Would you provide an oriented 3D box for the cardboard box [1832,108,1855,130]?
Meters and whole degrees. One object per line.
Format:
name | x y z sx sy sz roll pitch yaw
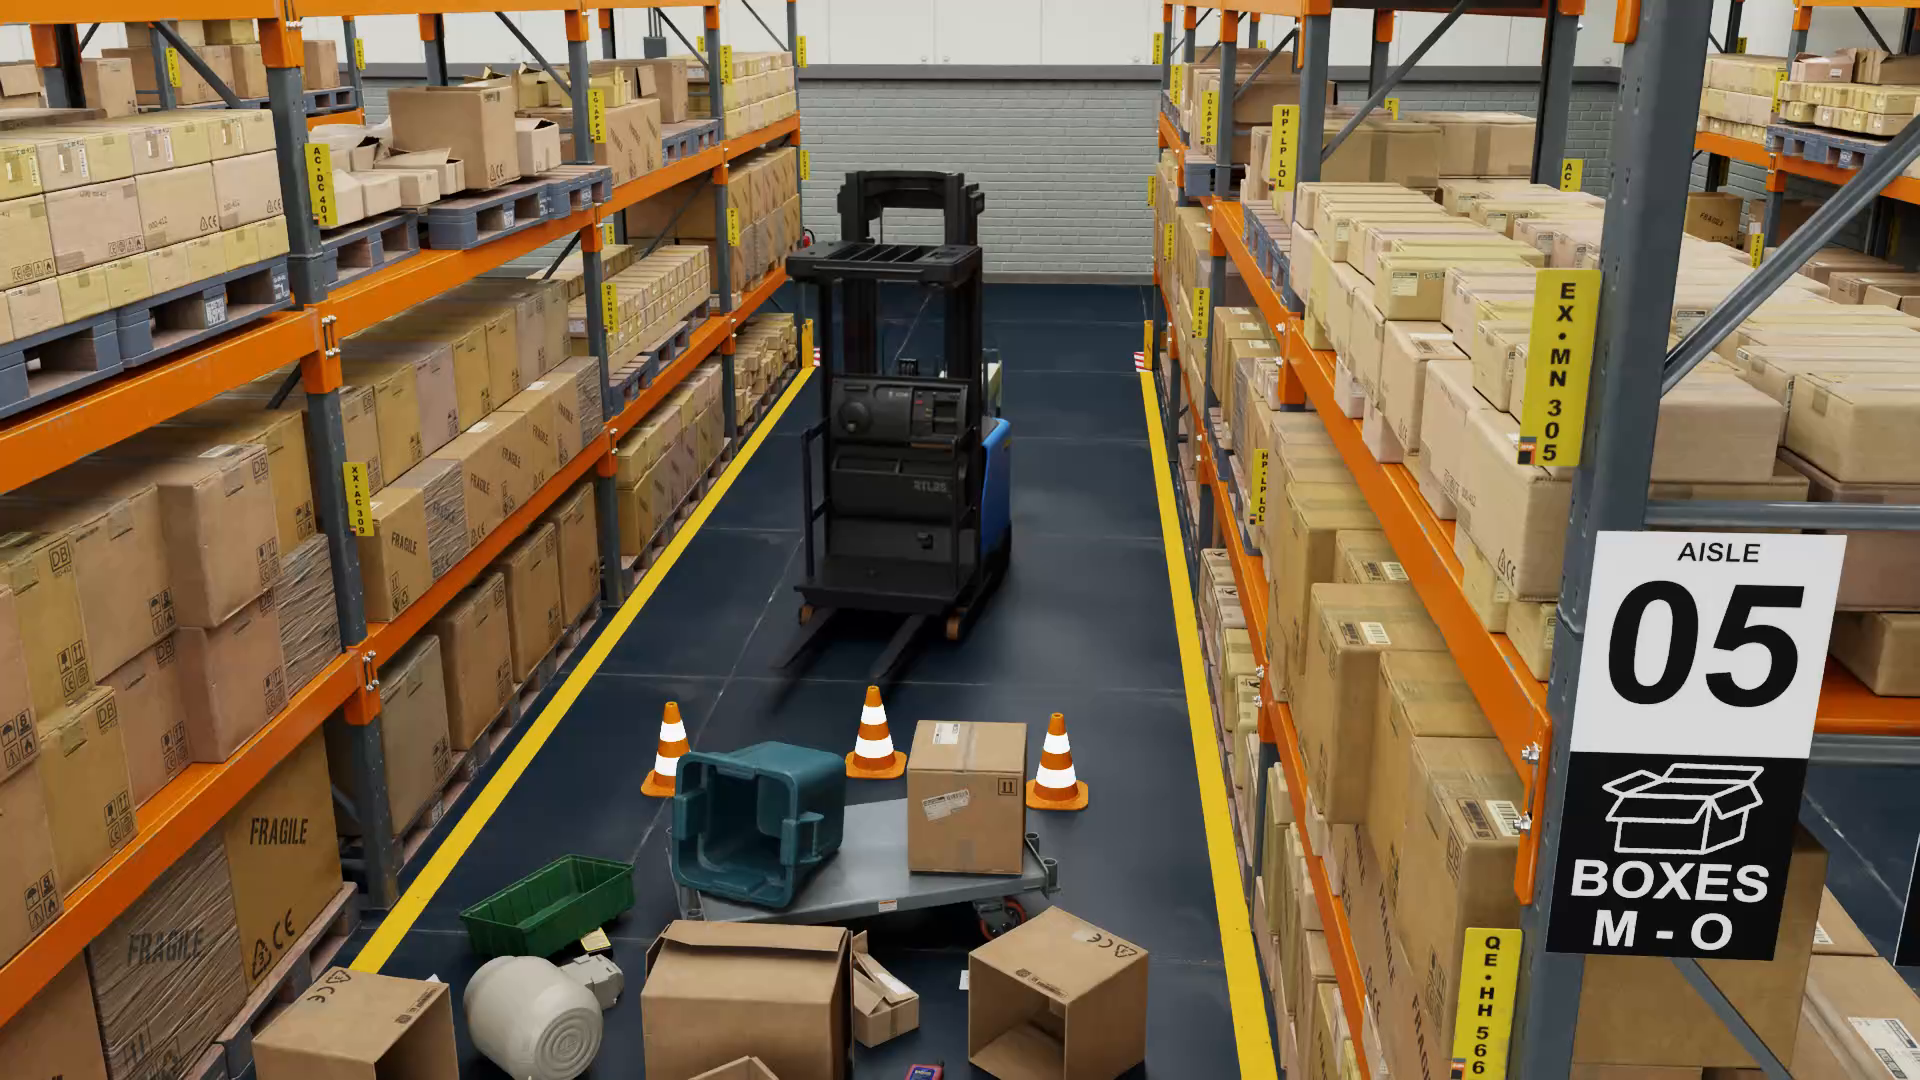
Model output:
cardboard box | 6.852 -3.183 12.572 0.380 0.149 0.250 1 18 3

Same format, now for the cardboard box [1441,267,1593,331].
cardboard box | 1.456 -0.604 4.254 0.380 0.149 0.250 1 18 2

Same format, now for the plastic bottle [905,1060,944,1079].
plastic bottle | -0.147 2.099 6.420 0.133 0.061 0.283 4 19 13

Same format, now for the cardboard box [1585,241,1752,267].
cardboard box | 1.996 -0.754 4.714 0.380 0.149 0.250 2 18 5

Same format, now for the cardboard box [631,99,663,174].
cardboard box | -2.475 -2.933 12.079 0.500 0.500 0.500 1 18 4

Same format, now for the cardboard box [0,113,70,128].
cardboard box | -3.510 -1.483 6.102 0.380 0.149 0.250 1 18 3

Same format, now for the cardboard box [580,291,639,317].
cardboard box | -2.557 -1.722 12.134 0.380 0.149 0.250 1 18 2

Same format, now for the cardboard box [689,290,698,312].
cardboard box | -2.423 -2.015 13.983 0.380 0.149 0.250 1 18 4

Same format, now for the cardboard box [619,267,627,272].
cardboard box | -3.058 -2.249 14.221 0.380 0.149 0.250 1 18 3

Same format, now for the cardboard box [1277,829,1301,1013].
cardboard box | 1.478 1.438 6.254 0.500 0.500 0.500 2 18 6

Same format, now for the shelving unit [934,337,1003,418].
shelving unit | 0.064 -0.752 12.811 0.431 1.500 0.755 3 18 8

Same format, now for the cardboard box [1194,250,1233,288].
cardboard box | 1.908 -1.747 11.672 0.500 0.500 0.500 2 18 5

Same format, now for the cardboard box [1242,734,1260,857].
cardboard box | 1.852 1.230 7.898 0.950 0.372 0.625 2 18 5

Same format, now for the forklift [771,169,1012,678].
forklift | -0.452 -0.857 10.832 1.130 2.935 3.031 4 19 13

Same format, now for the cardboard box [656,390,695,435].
cardboard box | -2.430 -1.027 13.377 0.500 0.250 0.500 0 18 1

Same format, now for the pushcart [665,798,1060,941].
pushcart | -0.461 1.554 7.574 1.648 0.377 0.936 -5 19 -15

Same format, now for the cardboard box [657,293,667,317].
cardboard box | -2.500 -1.829 12.939 0.380 0.149 0.250 2 18 6

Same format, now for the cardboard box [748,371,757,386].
cardboard box | -2.234 -1.638 16.530 0.380 0.149 0.250 2 18 6

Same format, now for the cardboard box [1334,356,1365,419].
cardboard box | 1.370 -0.473 5.135 0.380 0.149 0.250 1 18 3

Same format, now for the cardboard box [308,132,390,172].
cardboard box | -3.222 -1.915 8.441 0.500 0.311 0.500 1 18 2

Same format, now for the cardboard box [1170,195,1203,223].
cardboard box | 2.148 -2.816 14.935 0.500 0.500 0.500 1 18 3

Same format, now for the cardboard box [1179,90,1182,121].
cardboard box | 2.005 -3.555 13.678 0.396 0.266 0.258 1 18 3

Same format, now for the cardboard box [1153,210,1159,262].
cardboard box | 2.356 -3.288 17.981 0.500 0.500 0.500 1 18 3

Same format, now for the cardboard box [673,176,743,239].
cardboard box | -2.279 -3.019 15.075 0.500 0.500 0.500 2 18 5

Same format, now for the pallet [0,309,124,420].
pallet | -3.287 -0.487 4.918 1.003 0.211 1.213 1 18 4

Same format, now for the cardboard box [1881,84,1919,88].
cardboard box | 7.431 -3.472 12.975 0.380 0.149 0.250 1 18 3

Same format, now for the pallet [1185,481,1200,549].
pallet | 2.325 -0.195 13.178 1.003 0.211 1.213 1 18 4

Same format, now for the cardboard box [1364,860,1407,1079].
cardboard box | 1.334 1.067 4.212 0.500 0.500 0.500 1 18 4

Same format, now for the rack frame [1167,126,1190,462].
rack frame | 2.390 -2.141 14.640 1.000 3.000 0.127 1 18 4

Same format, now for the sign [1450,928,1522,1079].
sign | 0.978 0.867 3.093 0.100 0.325 0.005 1 18 4

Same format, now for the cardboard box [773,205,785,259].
cardboard box | -2.112 -3.189 17.199 0.500 0.500 0.500 1 18 4

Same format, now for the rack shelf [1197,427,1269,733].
rack shelf | 1.960 0.064 9.065 1.077 0.370 4.000 1 18 4

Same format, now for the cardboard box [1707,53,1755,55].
cardboard box | 7.875 -4.863 17.089 0.500 0.250 0.500 1 18 2

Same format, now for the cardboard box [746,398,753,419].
cardboard box | -2.189 -1.254 15.835 0.380 0.149 0.250 2 18 6

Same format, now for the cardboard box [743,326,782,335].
cardboard box | -2.102 -2.181 17.710 0.380 0.149 0.250 1 18 2

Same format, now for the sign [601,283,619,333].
sign | -2.287 -1.517 10.875 0.100 0.325 0.005 1 18 4

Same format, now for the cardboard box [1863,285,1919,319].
cardboard box | 6.987 -1.549 11.992 0.797 0.503 0.637 1 18 3

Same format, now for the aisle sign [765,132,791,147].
aisle sign | -1.963 -4.714 18.317 0.394 0.787 0.004 1 18 4

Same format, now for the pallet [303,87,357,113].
pallet | -7.250 -4.757 17.949 1.003 0.211 1.213 1 18 4

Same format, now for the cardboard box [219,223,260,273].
cardboard box | -2.853 -1.090 6.184 0.380 0.149 0.250 2 18 5

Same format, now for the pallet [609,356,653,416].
pallet | -2.896 -1.110 11.803 1.213 0.211 1.003 1 18 4

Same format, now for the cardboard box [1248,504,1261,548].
cardboard box | 1.597 -0.065 8.033 0.380 0.149 0.250 1 18 3

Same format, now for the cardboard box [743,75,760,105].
cardboard box | -2.190 -4.267 15.748 0.500 0.250 0.500 2 18 5

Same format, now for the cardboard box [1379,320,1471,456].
cardboard box | 1.367 -0.392 4.248 0.500 0.250 0.500 2 18 5

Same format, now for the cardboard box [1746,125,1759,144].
cardboard box | 7.093 -3.532 14.470 0.380 0.149 0.250 1 18 4

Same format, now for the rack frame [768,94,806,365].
rack frame | -2.268 -3.463 18.673 1.000 3.000 0.127 1 18 4

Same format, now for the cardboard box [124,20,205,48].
cardboard box | -7.421 -4.731 15.526 0.500 0.250 0.500 0 18 0

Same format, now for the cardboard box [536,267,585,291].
cardboard box | -3.133 -2.069 13.195 0.380 0.149 0.250 2 18 6

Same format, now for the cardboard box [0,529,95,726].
cardboard box | -3.318 0.297 5.225 0.875 0.550 0.500 1 18 4

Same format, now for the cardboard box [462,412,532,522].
cardboard box | -2.711 -0.410 9.197 0.500 0.500 0.500 2 18 5

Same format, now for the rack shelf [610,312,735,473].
rack shelf | -2.698 -1.257 13.098 1.077 0.370 4.000 1 18 4

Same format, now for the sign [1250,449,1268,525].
sign | 1.263 -0.218 6.912 0.100 0.325 0.005 1 18 4

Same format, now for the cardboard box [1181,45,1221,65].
cardboard box | 2.383 -4.481 15.967 0.500 0.500 0.500 2 18 5

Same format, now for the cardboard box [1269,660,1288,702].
cardboard box | 1.474 0.554 6.820 0.380 0.149 0.250 1 18 4

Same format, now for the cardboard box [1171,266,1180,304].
cardboard box | 2.077 -2.177 14.188 0.500 0.250 0.500 1 18 2
